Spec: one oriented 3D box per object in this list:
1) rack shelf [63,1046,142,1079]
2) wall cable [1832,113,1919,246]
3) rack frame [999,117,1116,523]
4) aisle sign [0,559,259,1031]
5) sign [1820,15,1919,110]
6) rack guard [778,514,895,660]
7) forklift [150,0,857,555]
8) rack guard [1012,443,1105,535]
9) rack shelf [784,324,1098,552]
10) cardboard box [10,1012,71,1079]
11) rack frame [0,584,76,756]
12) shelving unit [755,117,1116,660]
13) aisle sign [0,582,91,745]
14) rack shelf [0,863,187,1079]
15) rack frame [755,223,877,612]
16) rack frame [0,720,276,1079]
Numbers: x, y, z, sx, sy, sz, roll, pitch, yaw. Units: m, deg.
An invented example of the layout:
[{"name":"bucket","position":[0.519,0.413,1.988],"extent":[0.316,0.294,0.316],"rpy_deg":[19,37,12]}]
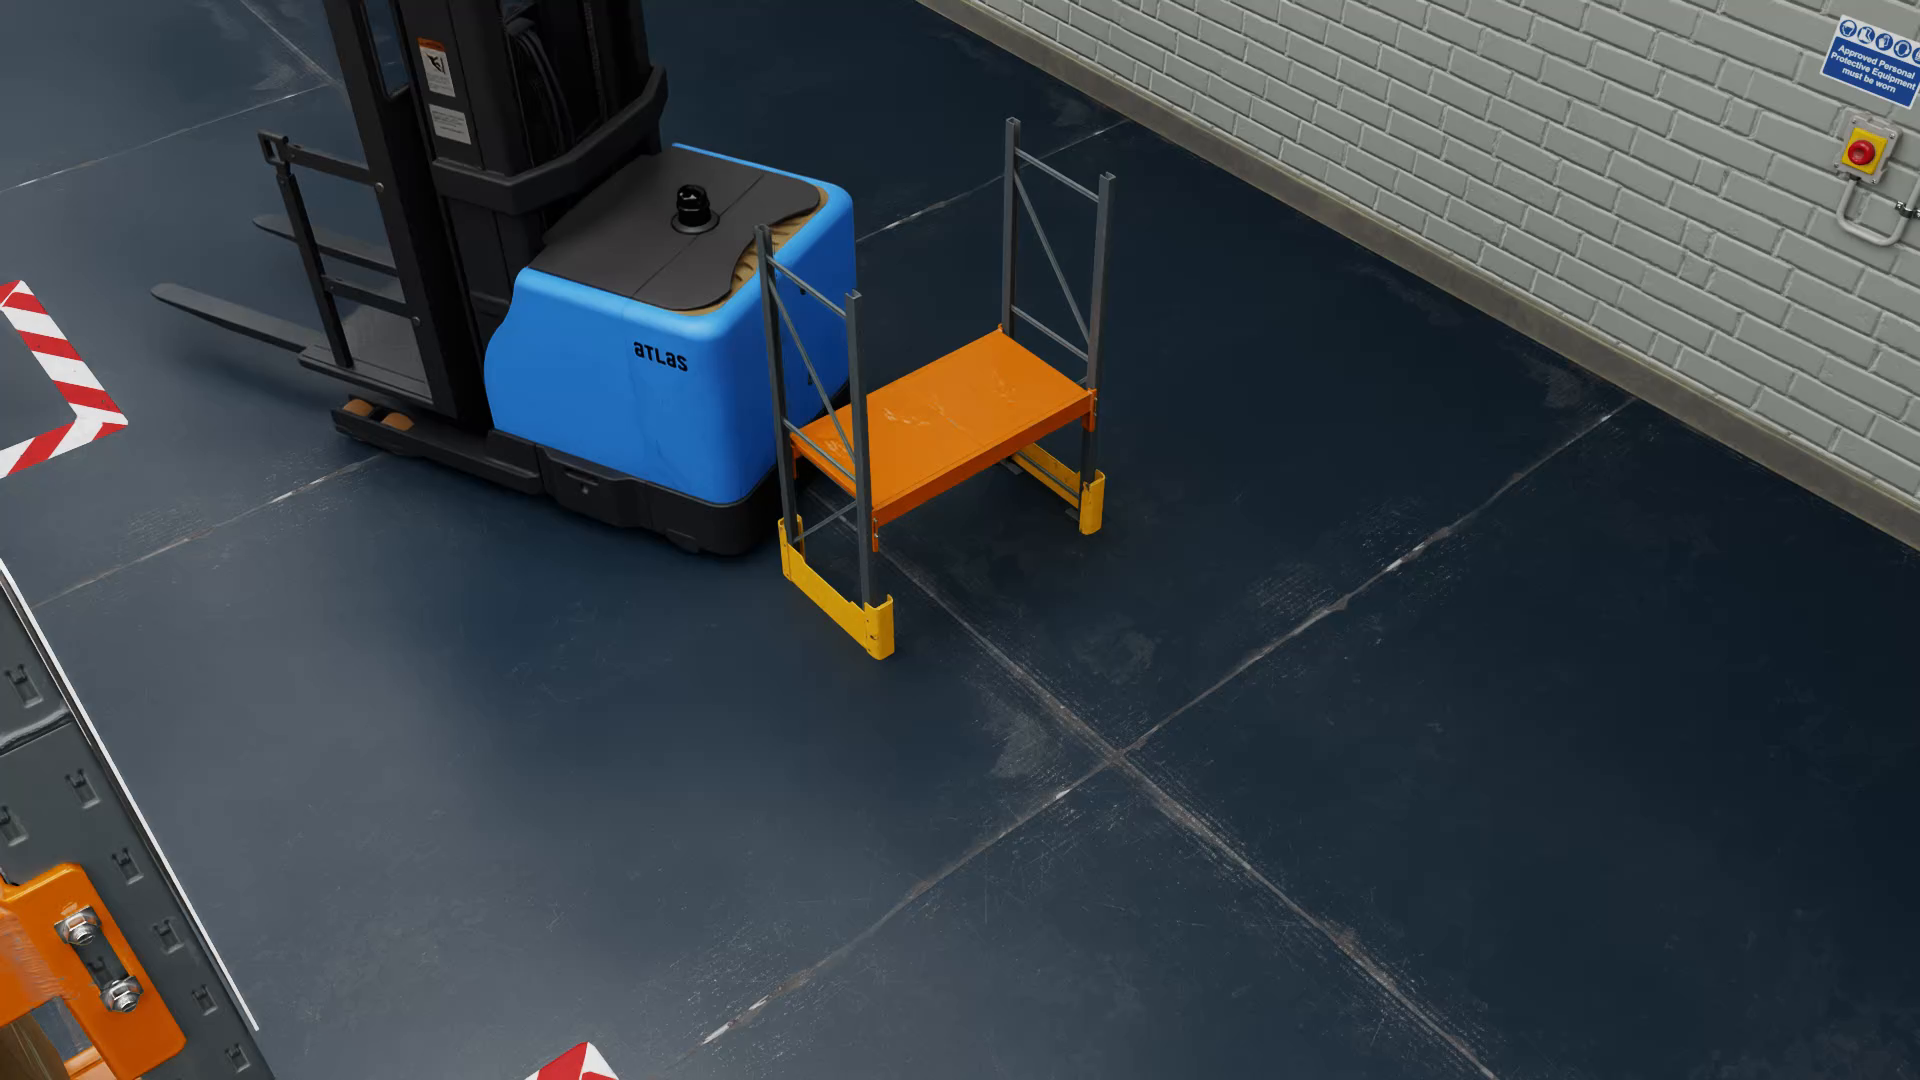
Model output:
[{"name":"rack shelf","position":[-2.794,2.180,2.263],"extent":[4.000,0.370,1.077],"rpy_deg":[-30,51,-28]},{"name":"wall cable","position":[3.050,-1.831,5.244],"extent":[0.123,1.953,0.585],"rpy_deg":[-30,51,-28]},{"name":"rack frame","position":[0.324,-0.733,5.934],"extent":[0.032,1.500,0.500],"rpy_deg":[-30,51,-28]},{"name":"aisle sign","position":[-1.006,0.223,1.922],"extent":[0.004,0.787,0.394],"rpy_deg":[-30,51,-28]},{"name":"sign","position":[3.066,-1.600,5.565],"extent":[0.001,0.218,0.327],"rpy_deg":[-30,51,-28]},{"name":"rack guard","position":[-0.440,0.161,5.896],"extent":[0.087,0.250,0.587],"rpy_deg":[-30,51,-28]},{"name":"forklift","position":[-1.930,-1.712,5.932],"extent":[3.031,2.935,1.130],"rpy_deg":[18,46,19]},{"name":"rack guard","position":[0.323,-0.276,6.362],"extent":[0.087,0.250,0.587],"rpy_deg":[-30,51,-28]},{"name":"rack shelf","position":[-0.065,-0.378,5.820],"extent":[1.000,0.185,0.538],"rpy_deg":[-30,51,-28]},{"name":"cardboard box","position":[-1.812,1.063,2.854],"extent":[0.500,0.500,0.500],"rpy_deg":[-30,51,-28]},{"name":"rack frame","position":[-1.260,-1.147,0.898],"extent":[0.127,3.000,1.000],"rpy_deg":[-30,51,-28]},{"name":"shelving unit","position":[-0.058,-0.513,5.701],"extent":[1.083,1.500,0.587],"rpy_deg":[-30,51,-28]},{"name":"aisle sign","position":[-1.391,-0.092,2.258],"extent":[0.004,0.787,0.394],"rpy_deg":[-30,51,-28]},{"name":"rack shelf","position":[-2.794,1.087,1.236],"extent":[4.000,0.370,1.077],"rpy_deg":[-30,51,-28]},{"name":"rack frame","position":[-0.455,-0.286,5.459],"extent":[0.032,1.500,0.500],"rpy_deg":[-30,51,-28]},{"name":"rack frame","position":[-1.260,1.040,2.952],"extent":[0.127,3.000,1.000],"rpy_deg":[-30,51,-28]}]
